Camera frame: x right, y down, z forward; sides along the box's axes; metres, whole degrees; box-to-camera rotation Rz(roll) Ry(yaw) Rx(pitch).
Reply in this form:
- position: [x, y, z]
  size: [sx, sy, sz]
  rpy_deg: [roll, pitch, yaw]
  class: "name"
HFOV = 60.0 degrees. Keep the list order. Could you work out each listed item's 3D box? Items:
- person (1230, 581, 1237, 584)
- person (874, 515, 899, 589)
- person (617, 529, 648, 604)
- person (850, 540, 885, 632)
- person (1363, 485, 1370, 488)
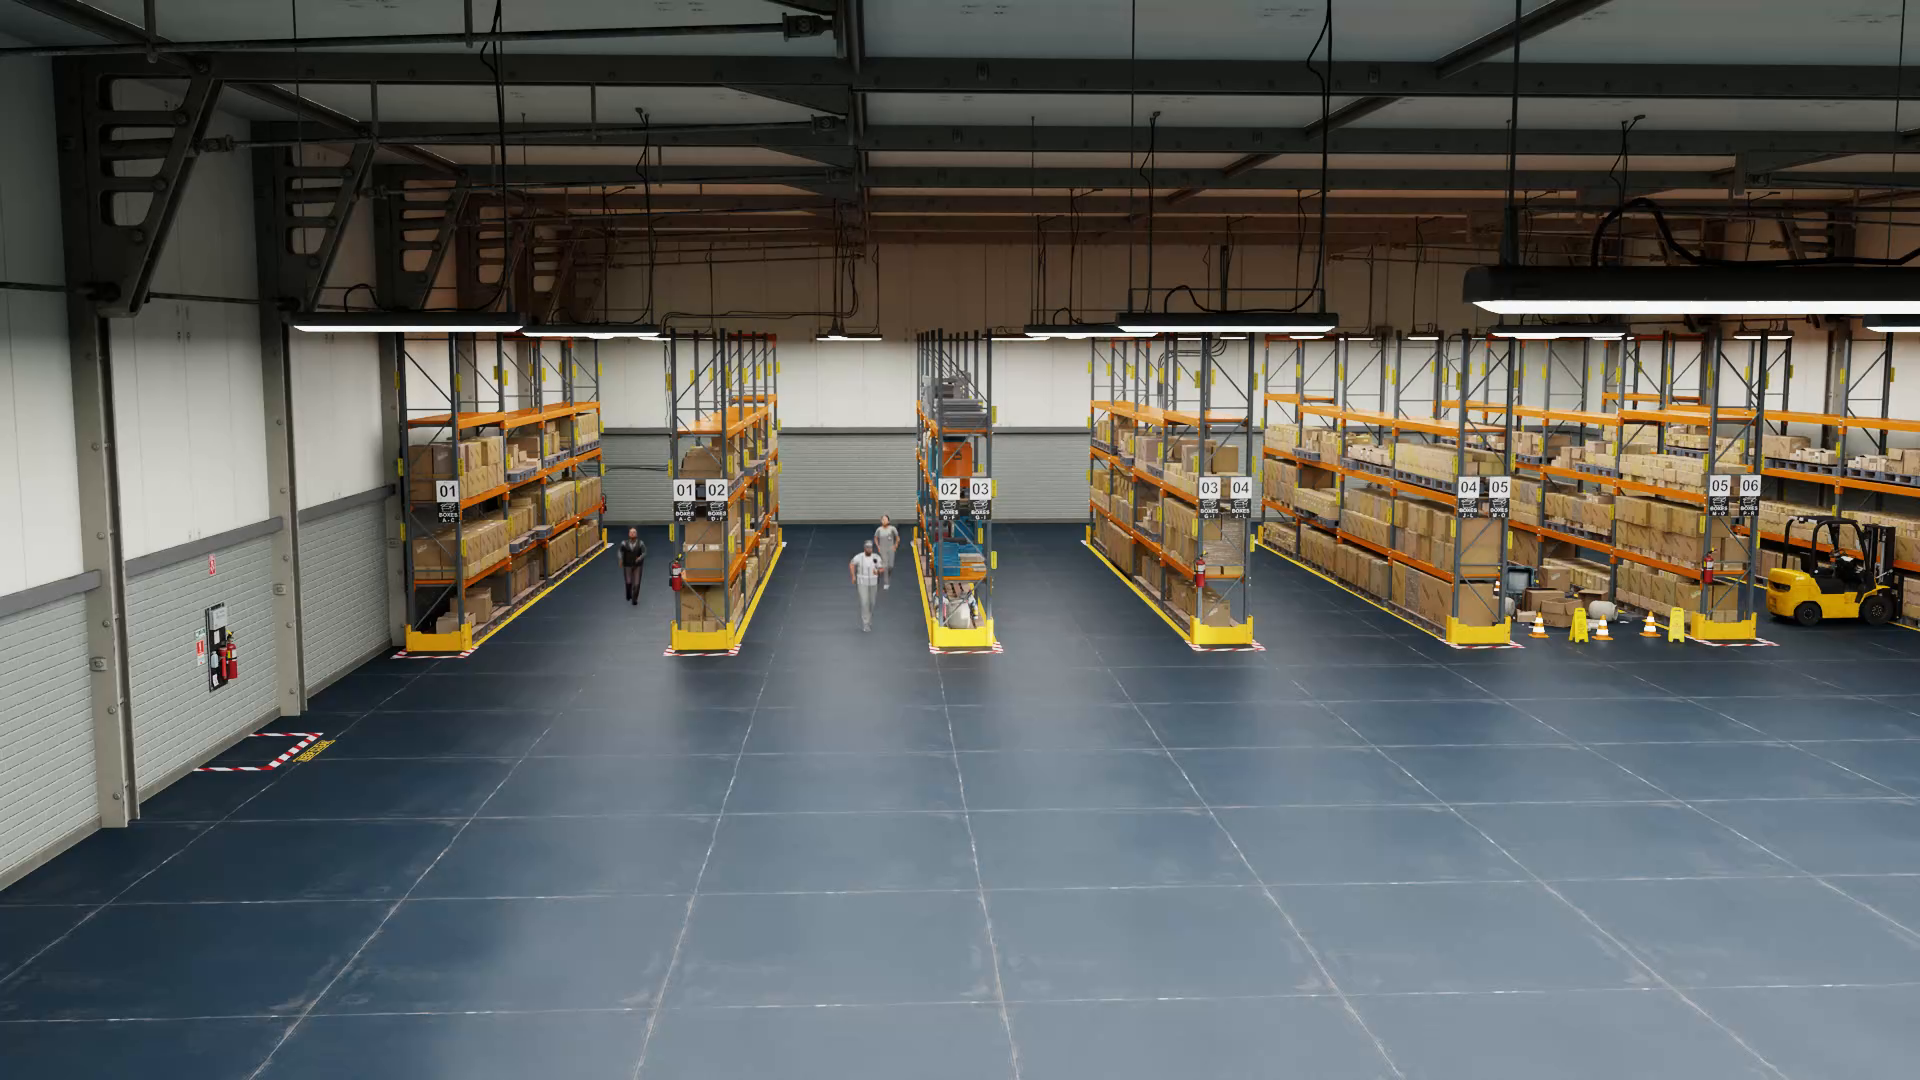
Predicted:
- position: [6.534, 0.245, 39.923]
  size: [0.553, 1.559, 0.675]
  rpy_deg: [-1, 7, -12]
  class: "person"
- position: [-1.639, 0.265, 37.082]
  size: [0.567, 1.632, 0.504]
  rpy_deg: [0, 7, -1]
  class: "person"
- position: [-7.179, 0.594, 36.479]
  size: [0.657, 1.679, 0.558]
  rpy_deg: [-1, 7, -11]
  class: "person"
- position: [-1.846, 0.884, 33.455]
  size: [0.665, 1.797, 0.899]
  rpy_deg: [-2, 7, -16]
  class: "person"
- position: [12.028, -0.868, 49.431]
  size: [0.544, 1.559, 0.544]
  rpy_deg: [0, 7, -2]
  class: "person"
